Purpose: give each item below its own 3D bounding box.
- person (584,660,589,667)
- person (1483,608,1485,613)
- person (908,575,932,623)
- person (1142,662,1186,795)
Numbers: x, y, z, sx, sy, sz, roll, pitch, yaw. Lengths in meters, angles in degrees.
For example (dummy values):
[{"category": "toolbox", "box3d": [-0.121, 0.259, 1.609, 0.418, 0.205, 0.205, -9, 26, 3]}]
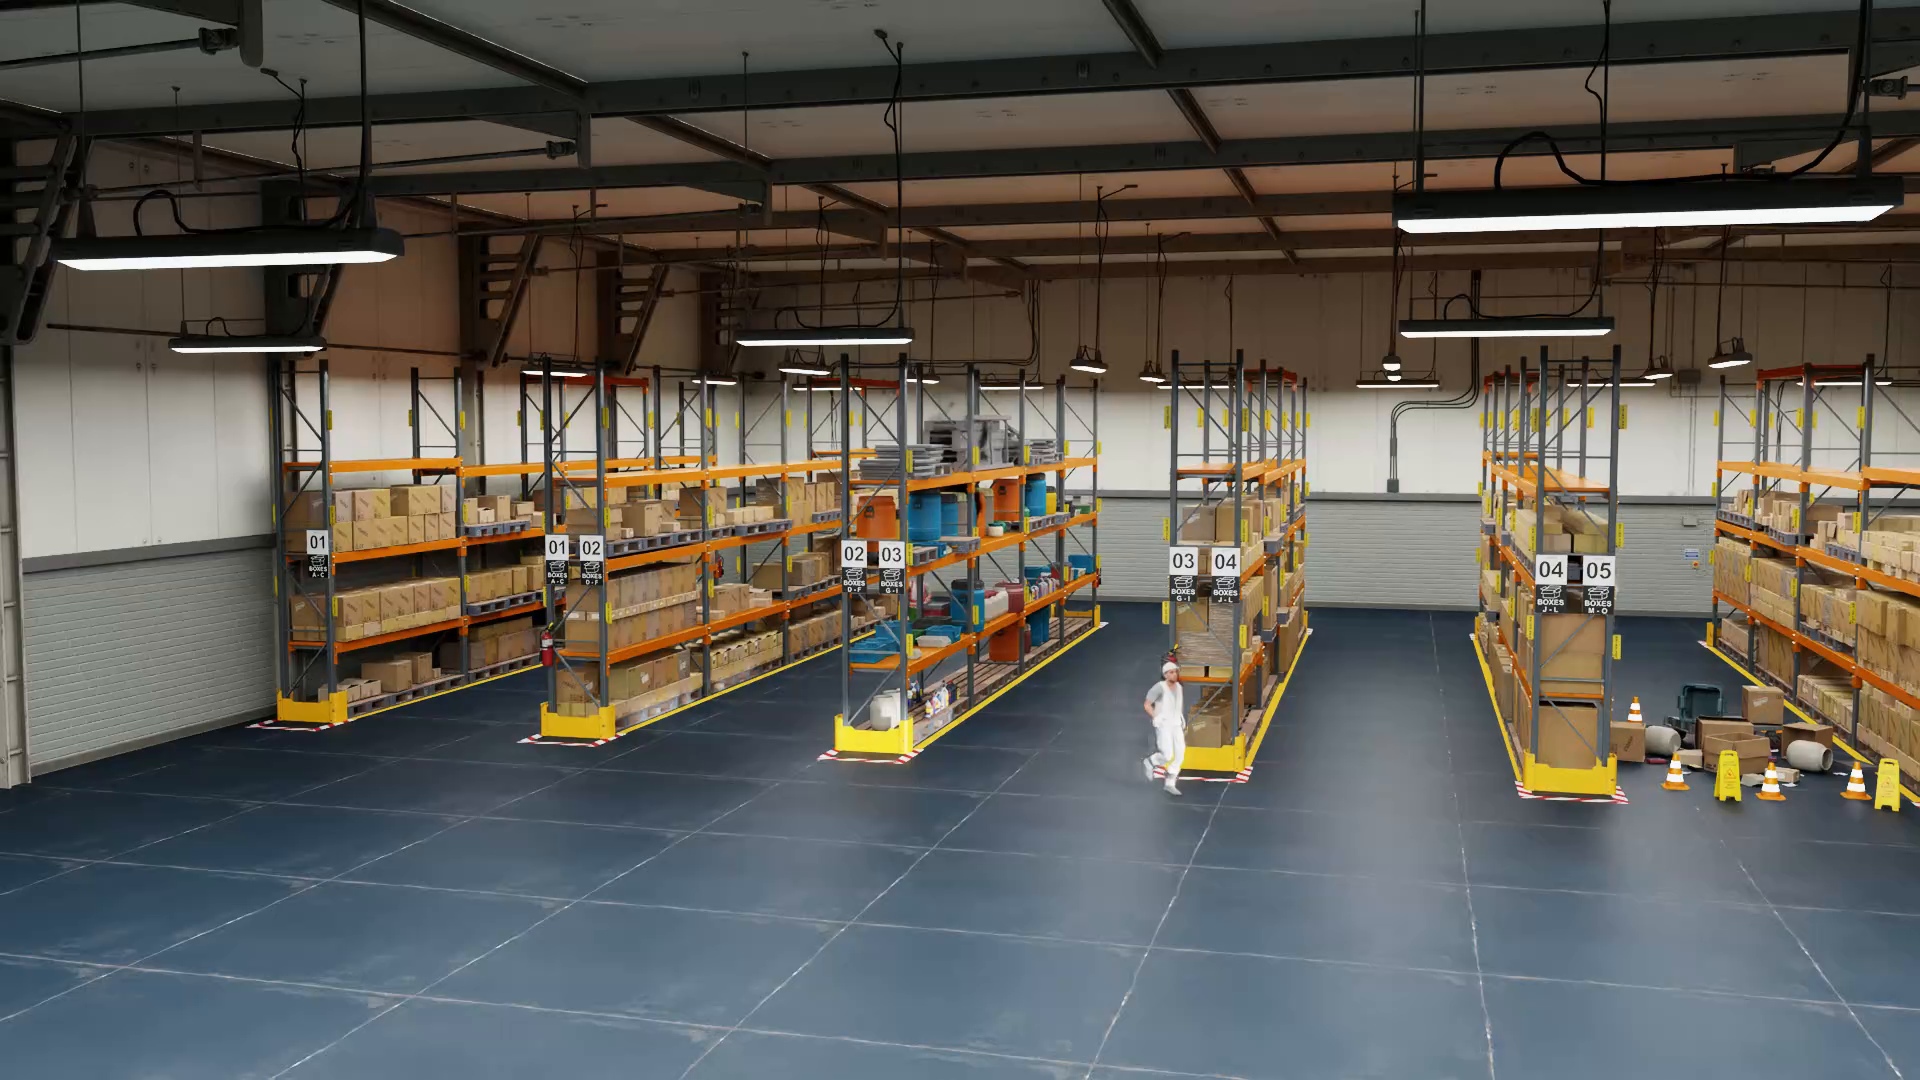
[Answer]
[{"category": "person", "box3d": [-6.889, 1.837, 31.551, 0.680, 1.836, 0.897, 1, 4, 7]}, {"category": "person", "box3d": [12.588, 1.382, 38.926, 0.784, 1.741, 0.612, 0, 4, 5]}, {"category": "person", "box3d": [-0.947, 1.495, 36.543, 0.659, 1.737, 0.677, 0, 4, 2]}, {"category": "person", "box3d": [2.762, 2.523, 22.488, 0.673, 1.778, 0.667, -3, 5, -40]}]
